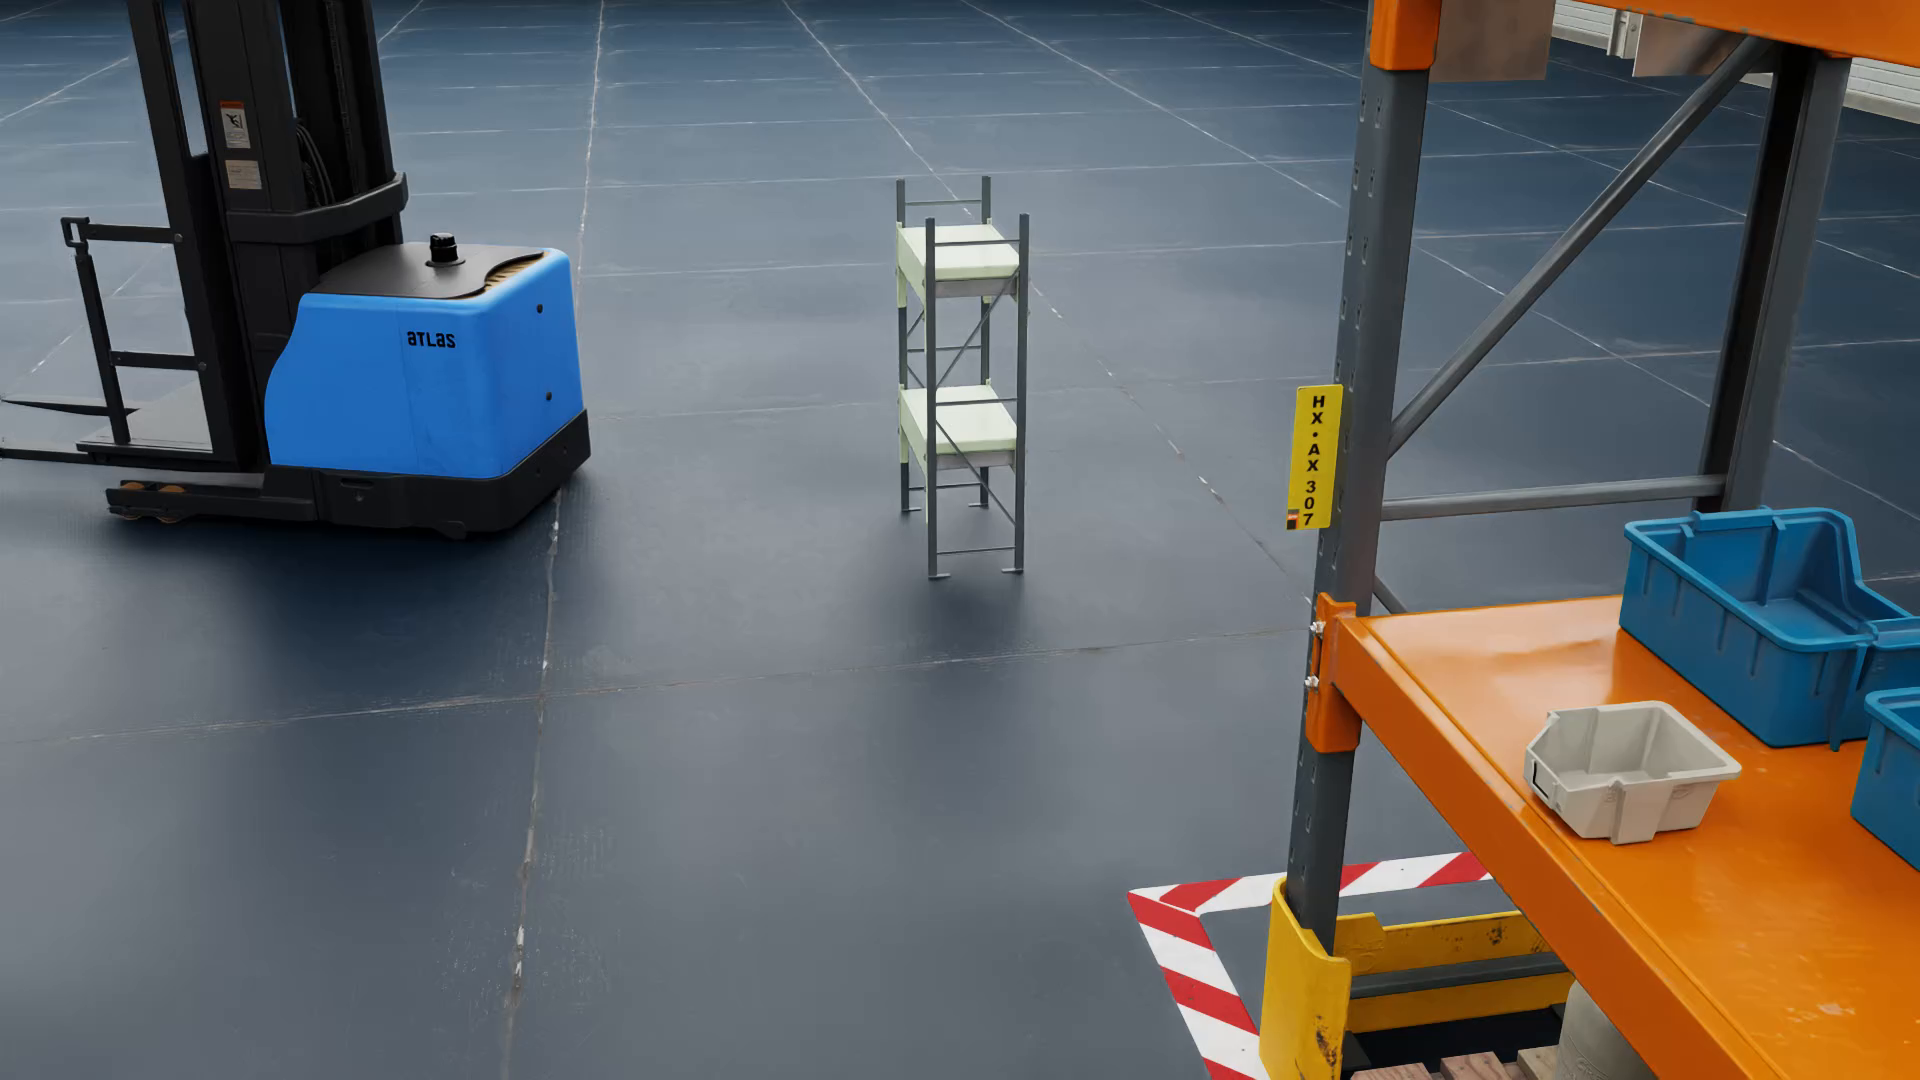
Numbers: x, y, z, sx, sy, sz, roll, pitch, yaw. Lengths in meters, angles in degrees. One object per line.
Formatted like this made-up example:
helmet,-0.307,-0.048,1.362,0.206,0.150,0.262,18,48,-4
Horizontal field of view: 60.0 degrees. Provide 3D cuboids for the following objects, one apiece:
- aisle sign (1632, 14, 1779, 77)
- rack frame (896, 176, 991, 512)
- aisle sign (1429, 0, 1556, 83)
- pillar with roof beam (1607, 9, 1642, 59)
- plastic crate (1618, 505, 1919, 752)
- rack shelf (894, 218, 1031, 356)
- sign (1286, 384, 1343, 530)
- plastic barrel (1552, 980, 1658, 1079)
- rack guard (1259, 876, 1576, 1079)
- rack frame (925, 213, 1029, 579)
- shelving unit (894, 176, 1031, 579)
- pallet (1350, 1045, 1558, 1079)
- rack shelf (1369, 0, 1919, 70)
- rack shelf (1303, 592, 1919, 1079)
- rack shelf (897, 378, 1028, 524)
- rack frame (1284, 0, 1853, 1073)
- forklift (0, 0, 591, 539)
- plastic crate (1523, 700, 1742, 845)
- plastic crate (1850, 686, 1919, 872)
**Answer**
aisle sign,1.577,-1.328,3.295,0.394,0.787,0.004,-4,24,-10
rack frame,-0.069,-0.834,7.285,0.400,1.500,0.023,-4,24,-10
aisle sign,0.997,-1.284,3.195,0.394,0.787,0.004,-4,24,-10
pillar with roof beam,4.455,-10.119,19.176,9.100,9.000,0.400,-4,24,-10
plastic crate,1.685,0.157,3.330,0.499,0.251,0.616,-4,24,-10
rack shelf,-0.001,-1.048,6.800,0.431,0.370,0.720,-4,24,-10
sign,0.757,-0.174,3.555,0.100,0.325,0.005,-4,24,-10
plastic barrel,1.495,1.115,3.534,0.421,0.512,0.421,0,24,0
rack guard,1.359,1.086,4.140,1.175,0.500,0.348,-4,24,-10
rack frame,0.066,-0.546,6.626,0.400,1.500,0.023,-4,24,-10
shelving unit,-0.001,-0.690,6.956,0.431,1.500,0.755,-4,24,-10
pallet,1.504,1.538,3.465,1.003,0.211,1.213,-4,24,-10
rack shelf,1.668,-0.345,1.442,1.077,0.370,4.000,-4,24,-10
rack shelf,1.668,1.030,2.043,1.077,0.370,4.000,-4,24,-10
rack shelf,-0.001,-0.391,7.086,0.431,0.370,0.720,-4,24,-10
rack frame,1.298,-0.086,3.700,1.000,3.000,0.127,-4,24,-10
forklift,-3.343,-1.620,7.297,3.031,2.935,1.130,4,24,10
plastic crate,1.148,0.410,2.892,0.298,0.136,0.250,-4,24,-10
plastic crate,1.799,0.412,2.744,0.499,0.251,0.408,-4,24,-10
